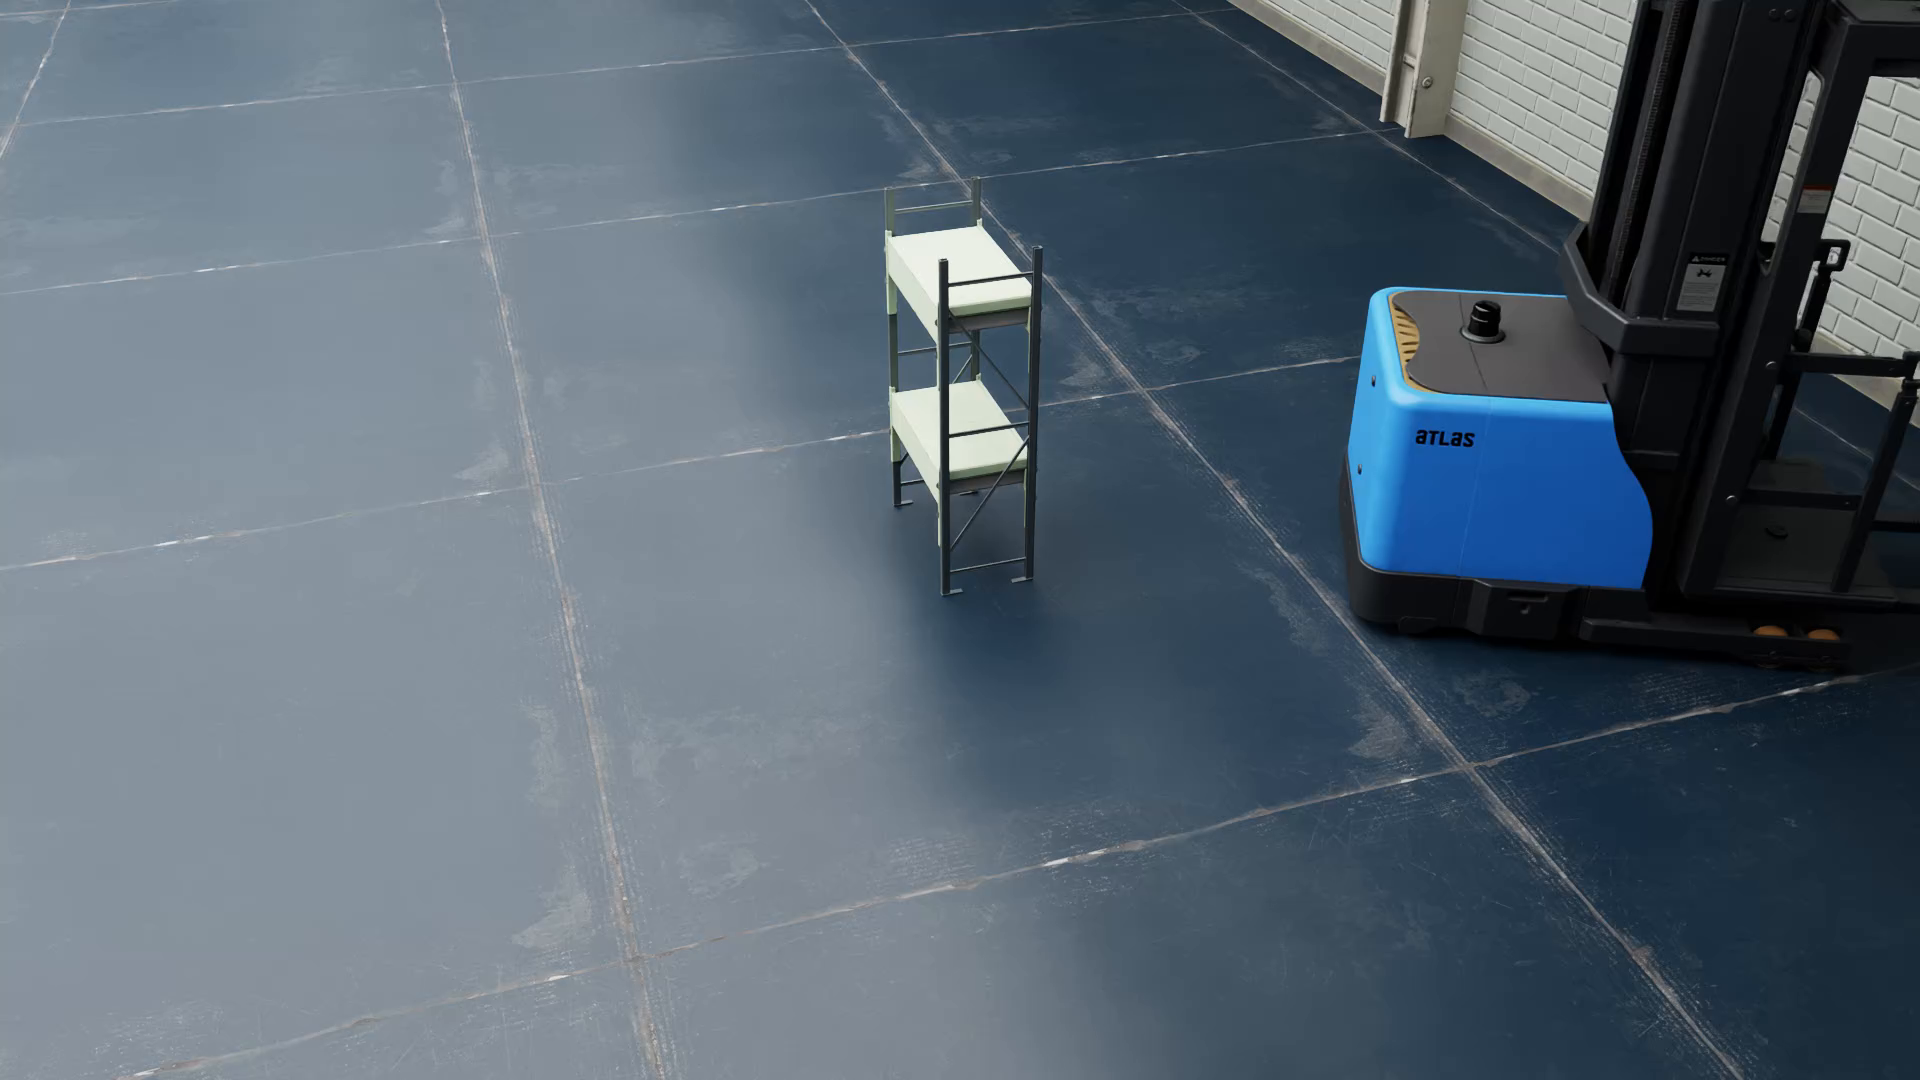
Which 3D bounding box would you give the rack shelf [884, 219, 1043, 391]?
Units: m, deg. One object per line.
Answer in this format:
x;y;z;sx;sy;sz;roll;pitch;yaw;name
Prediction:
0.002;-0.948;6.616;0.431;0.370;0.720;-10;35;-15;rack shelf

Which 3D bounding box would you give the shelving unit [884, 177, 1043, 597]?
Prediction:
0.002;-0.622;6.831;0.431;1.500;0.755;-10;35;-15;shelving unit

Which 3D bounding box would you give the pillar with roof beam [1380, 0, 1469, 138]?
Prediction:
-0.934;-5.921;8.047;9.100;9.000;0.400;-10;35;-15;pillar with roof beam

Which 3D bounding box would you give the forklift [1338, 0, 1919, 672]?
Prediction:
3.134;-1.021;6.137;3.031;2.935;1.130;4;34;6;forklift

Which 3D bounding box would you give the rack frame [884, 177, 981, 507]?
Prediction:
-0.110;-0.814;7.122;0.400;1.500;0.023;-10;35;-15;rack frame

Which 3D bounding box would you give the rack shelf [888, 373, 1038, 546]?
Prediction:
0.002;-0.350;7.011;0.431;0.370;0.720;-10;35;-15;rack shelf

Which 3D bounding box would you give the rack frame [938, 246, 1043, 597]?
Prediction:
0.114;-0.430;6.540;0.400;1.500;0.023;-10;35;-15;rack frame
